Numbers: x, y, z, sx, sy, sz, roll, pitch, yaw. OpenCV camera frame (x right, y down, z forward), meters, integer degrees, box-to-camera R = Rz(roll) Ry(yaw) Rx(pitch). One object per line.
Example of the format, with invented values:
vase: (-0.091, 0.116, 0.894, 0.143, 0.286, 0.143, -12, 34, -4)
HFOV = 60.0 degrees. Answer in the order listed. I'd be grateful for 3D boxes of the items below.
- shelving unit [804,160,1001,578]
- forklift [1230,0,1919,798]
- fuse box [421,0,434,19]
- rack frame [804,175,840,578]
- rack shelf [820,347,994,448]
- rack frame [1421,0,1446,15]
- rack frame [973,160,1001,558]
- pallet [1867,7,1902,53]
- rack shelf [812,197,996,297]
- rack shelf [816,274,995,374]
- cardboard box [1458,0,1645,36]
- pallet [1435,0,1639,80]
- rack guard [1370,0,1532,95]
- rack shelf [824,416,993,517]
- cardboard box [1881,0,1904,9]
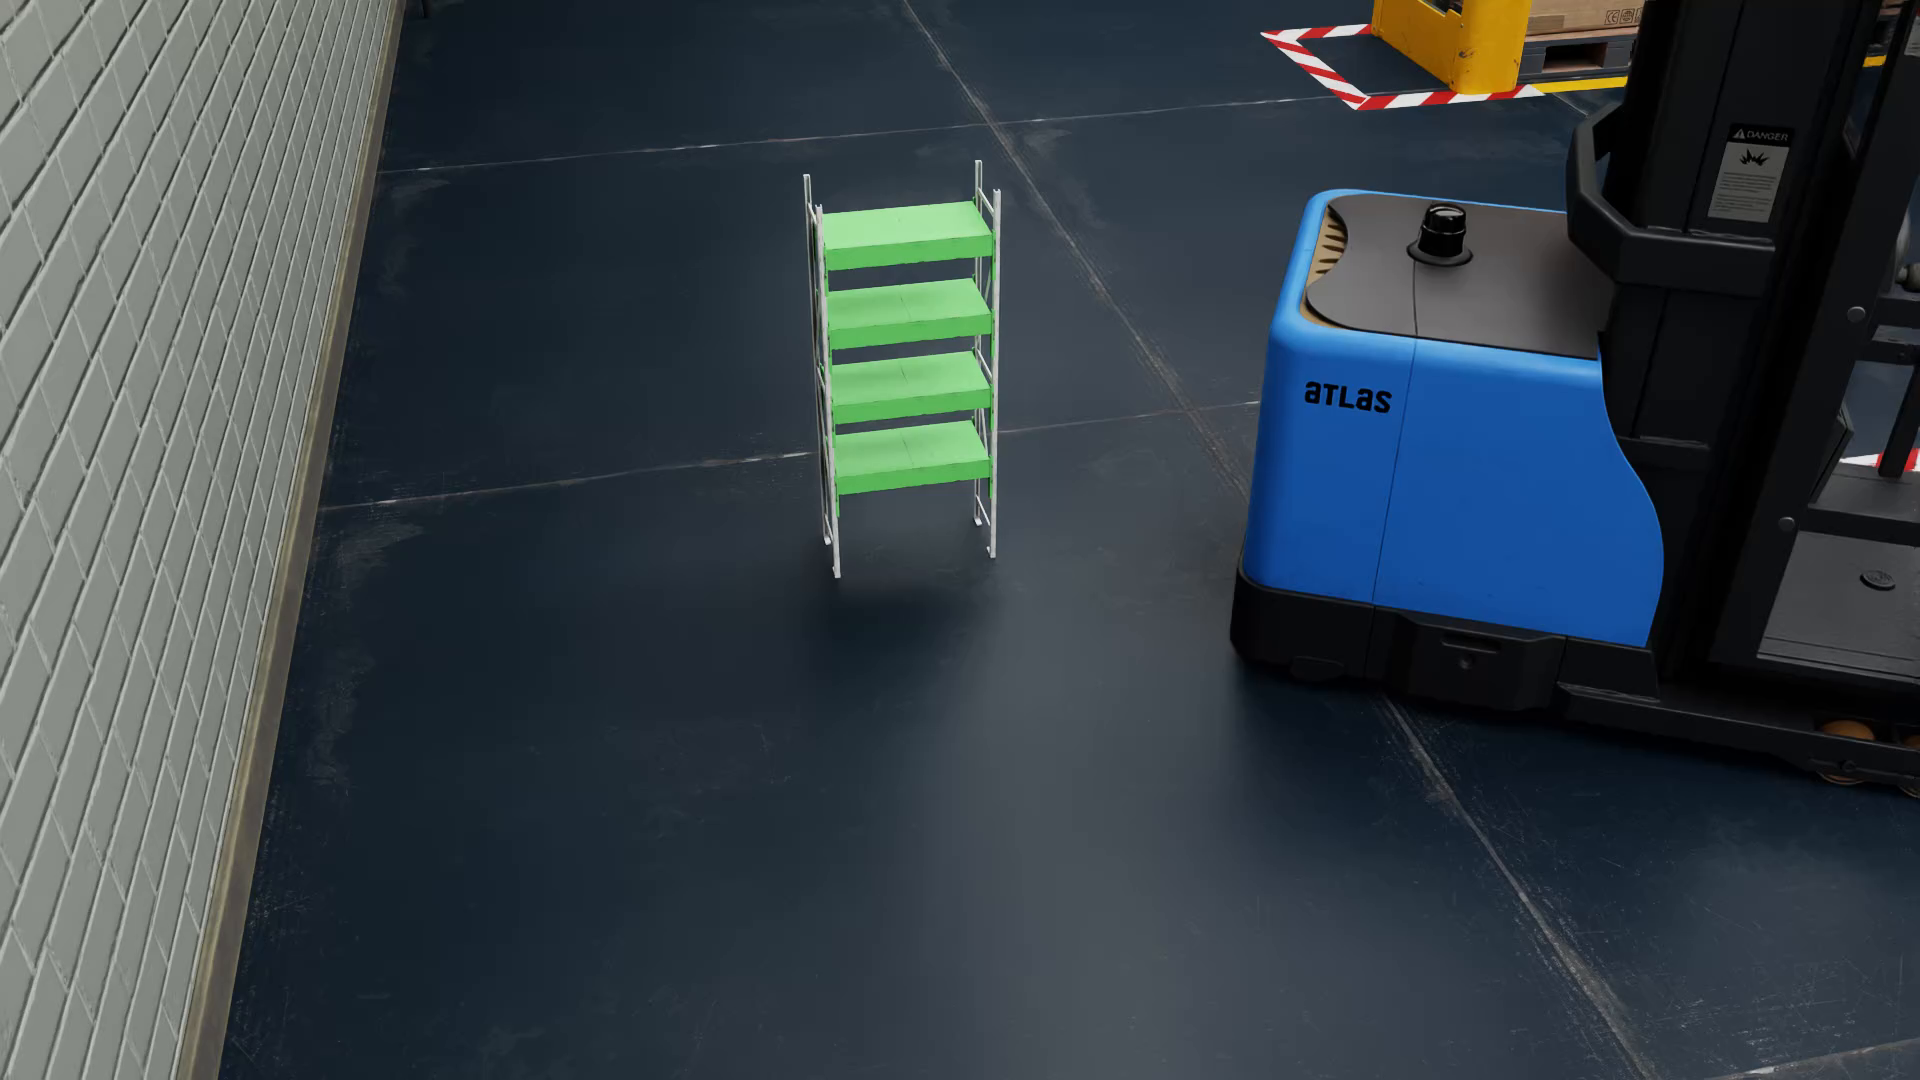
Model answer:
shelving unit: (-0.161, -0.478, 4.885, 0.503, 1.200, 0.258, -7, 35, -11)
forklift: (2.339, -0.885, 3.938, 3.031, 2.935, 1.130, 9, 35, 13)
fuse box: (-3.132, -3.835, 9.429, 0.414, 1.711, 0.539, -7, 35, -11)
rack frame: (-0.399, -0.448, 4.841, 0.015, 1.200, 0.240, -7, 35, -11)
rack shelf: (-0.161, -0.425, 4.921, 0.480, 0.148, 0.258, -7, 35, -11)
rack frame: (2.684, -3.916, 8.394, 0.127, 3.000, 1.000, -7, 35, -11)
rack frame: (0.077, -0.508, 4.930, 0.015, 1.200, 0.240, -7, 35, -11)
pallet: (4.634, -3.047, 9.601, 1.213, 0.211, 1.003, -7, 35, -11)
rack shelf: (-0.161, -0.823, 4.653, 0.480, 0.148, 0.258, -7, 35, -11)
rack shelf: (-0.161, -0.624, 4.787, 0.480, 0.148, 0.258, -7, 35, -11)
cardboard box: (3.306, -3.162, 9.193, 0.875, 0.438, 0.875, -8, 35, -12)
pallet: (3.447, -2.899, 9.381, 1.213, 0.211, 1.003, -7, 35, -11)
rack guard: (2.661, -2.875, 9.086, 0.348, 0.500, 1.175, -7, 35, -11)
rack shelf: (-0.161, -0.226, 5.055, 0.480, 0.148, 0.258, -7, 35, -11)
cardboard box: (5.077, -3.389, 9.531, 0.875, 0.438, 0.875, -8, 35, -12)
